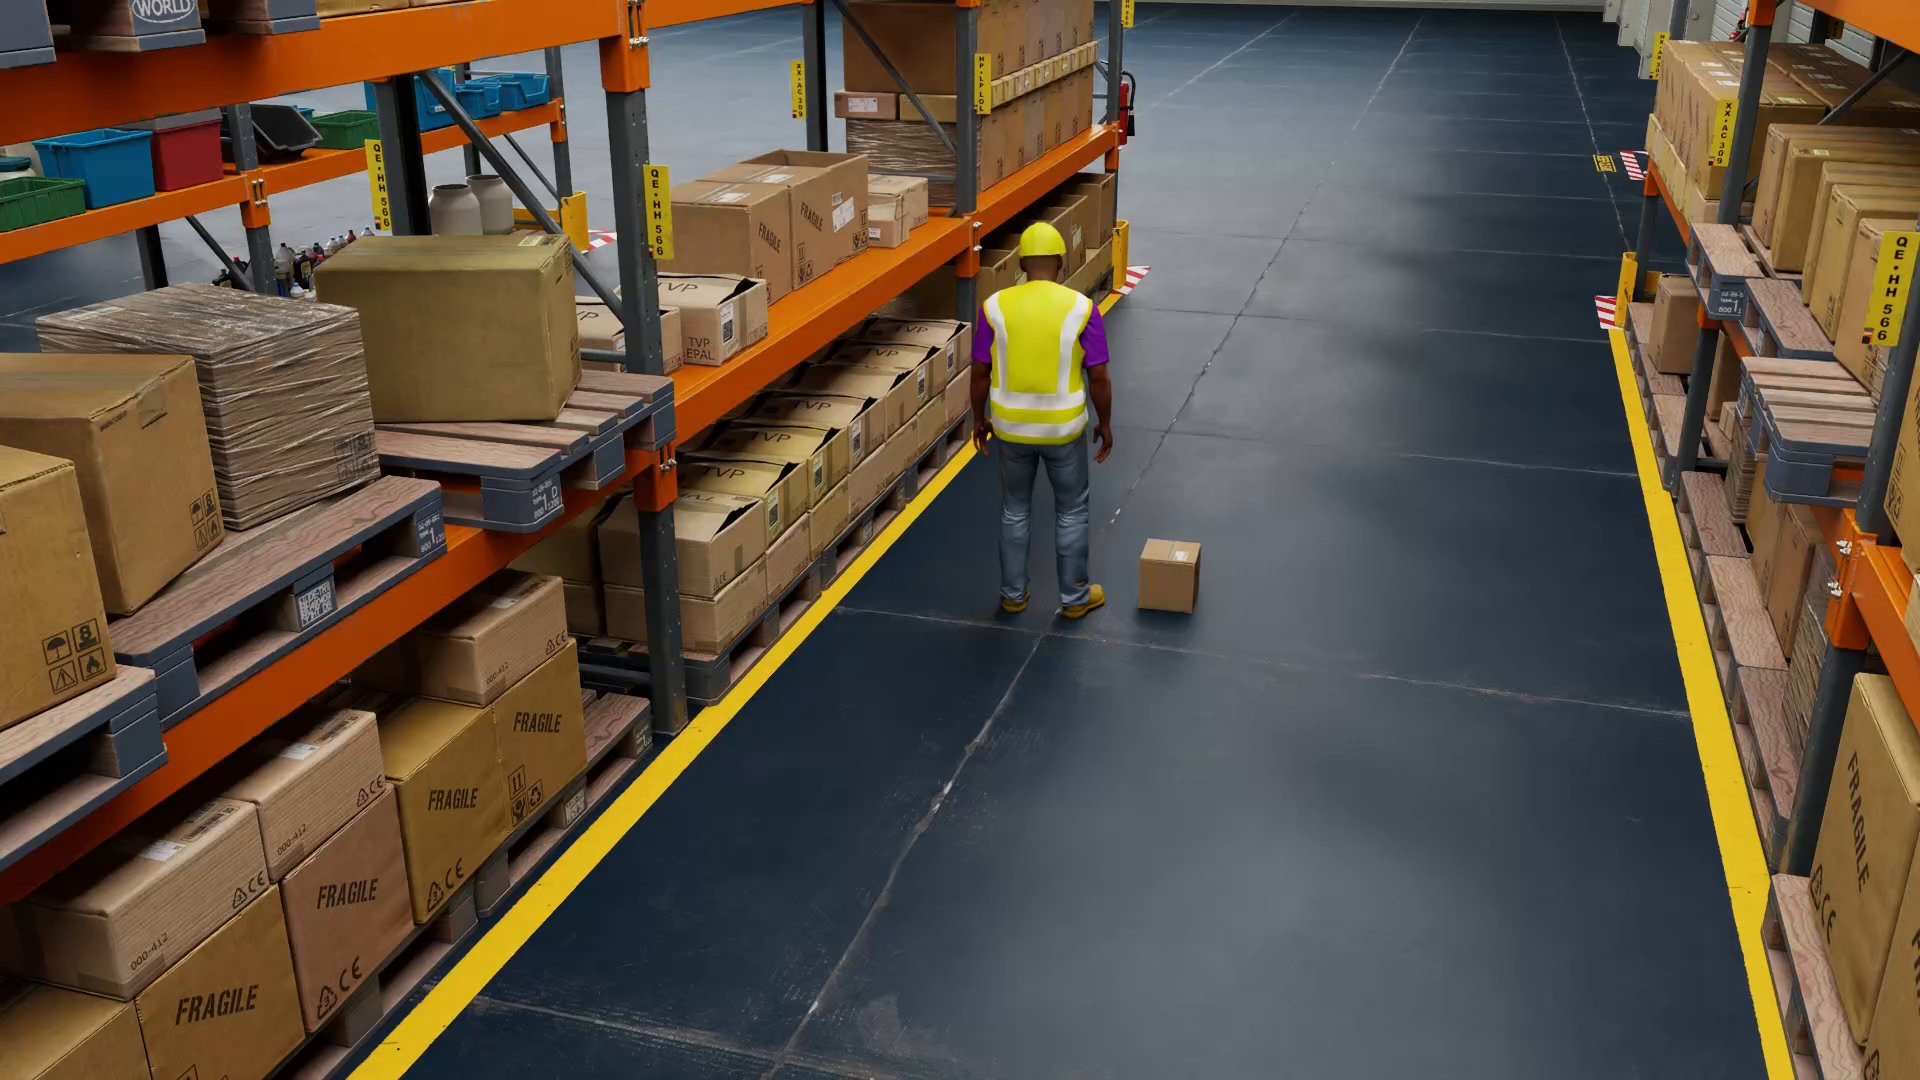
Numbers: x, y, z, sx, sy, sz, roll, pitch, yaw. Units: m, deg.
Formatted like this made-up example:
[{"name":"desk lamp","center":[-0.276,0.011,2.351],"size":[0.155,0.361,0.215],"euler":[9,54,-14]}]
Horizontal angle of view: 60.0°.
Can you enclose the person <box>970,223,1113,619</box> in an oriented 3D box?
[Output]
[{"name":"person","center":[0.362,-0.515,7.351],"size":[0.631,1.759,0.461],"euler":[5,22,12]}]
